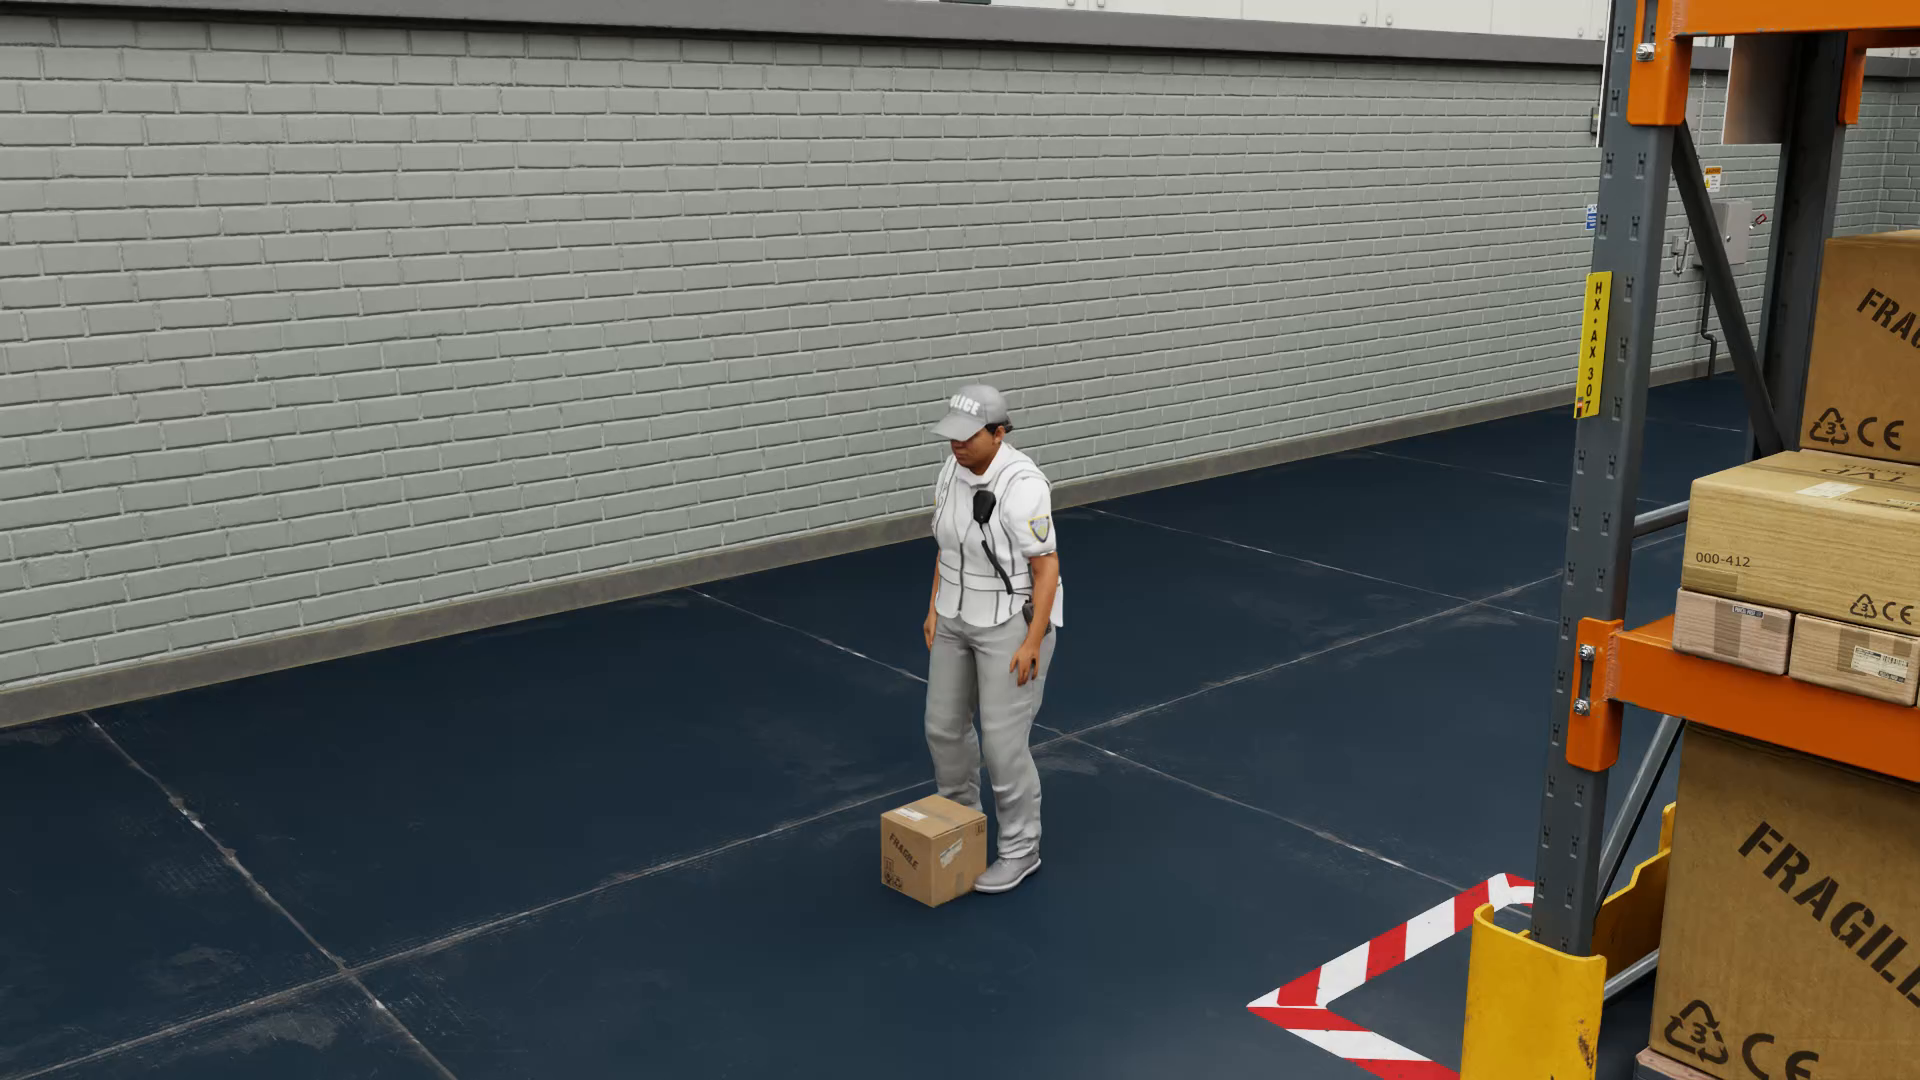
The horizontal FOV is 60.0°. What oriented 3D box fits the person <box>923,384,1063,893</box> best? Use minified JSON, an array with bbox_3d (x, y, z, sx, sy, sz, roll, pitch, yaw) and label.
[{"bbox_3d":[0.074,0.301,5.479,0.465,1.665,0.541,-13,19,-41],"label":"person"}]
